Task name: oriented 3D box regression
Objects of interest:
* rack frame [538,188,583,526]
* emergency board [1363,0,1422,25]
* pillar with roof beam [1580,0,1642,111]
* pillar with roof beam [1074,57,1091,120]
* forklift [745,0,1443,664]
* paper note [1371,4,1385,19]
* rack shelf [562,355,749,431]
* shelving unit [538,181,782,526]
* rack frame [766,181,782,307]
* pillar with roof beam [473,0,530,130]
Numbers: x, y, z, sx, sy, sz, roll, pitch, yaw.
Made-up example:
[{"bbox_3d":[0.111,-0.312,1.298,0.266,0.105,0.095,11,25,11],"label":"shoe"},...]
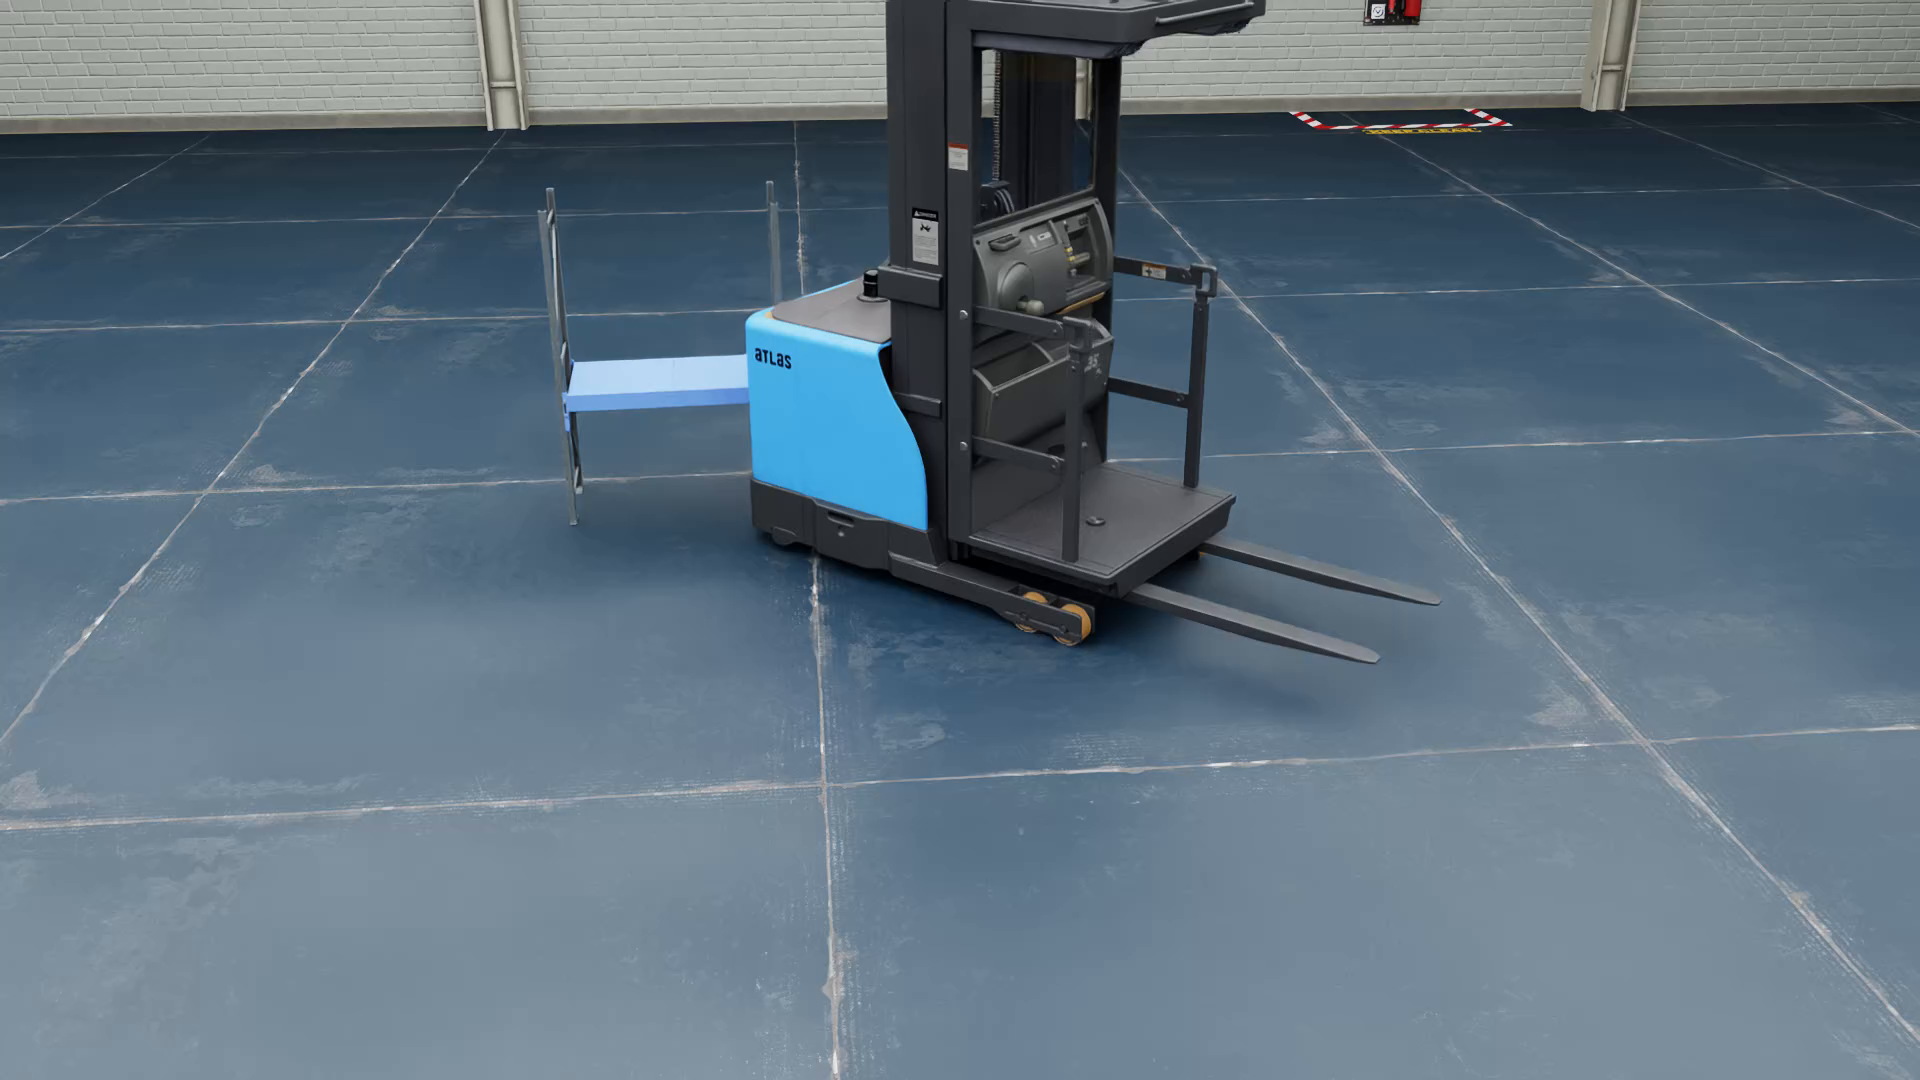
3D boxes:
[{"bbox_3d":[-1.873,-0.854,7.826,0.032,1.500,0.500,-3,24,-8],"label":"rack frame"},{"bbox_3d":[4.723,-6.118,17.821,0.643,1.169,0.194,-2,24,-5],"label":"emergency board"},{"bbox_3d":[7.609,-7.203,12.875,0.400,9.000,9.100,-2,24,-5],"label":"pillar with roof beam"},{"bbox_3d":[1.638,-6.963,12.336,0.400,9.000,9.100,-2,24,-5],"label":"pillar with roof beam"},{"bbox_3d":[0.521,-1.153,6.735,3.031,2.935,1.130,17,29,33],"label":"forklift"},{"bbox_3d":[4.540,-5.736,18.047,0.142,0.148,0.016,-2,24,-5],"label":"paper note"},{"bbox_3d":[-1.370,-0.721,7.967,1.000,0.185,0.538,-3,24,-8],"label":"rack shelf"},{"bbox_3d":[-1.370,-0.885,7.894,1.048,1.500,0.538,-3,24,-8],"label":"shelving unit"},{"bbox_3d":[-0.867,-0.915,7.963,0.032,1.500,0.500,-3,24,-8],"label":"rack frame"},{"bbox_3d":[-4.333,-6.723,11.797,0.400,9.000,9.100,-2,24,-5],"label":"pillar with roof beam"}]
